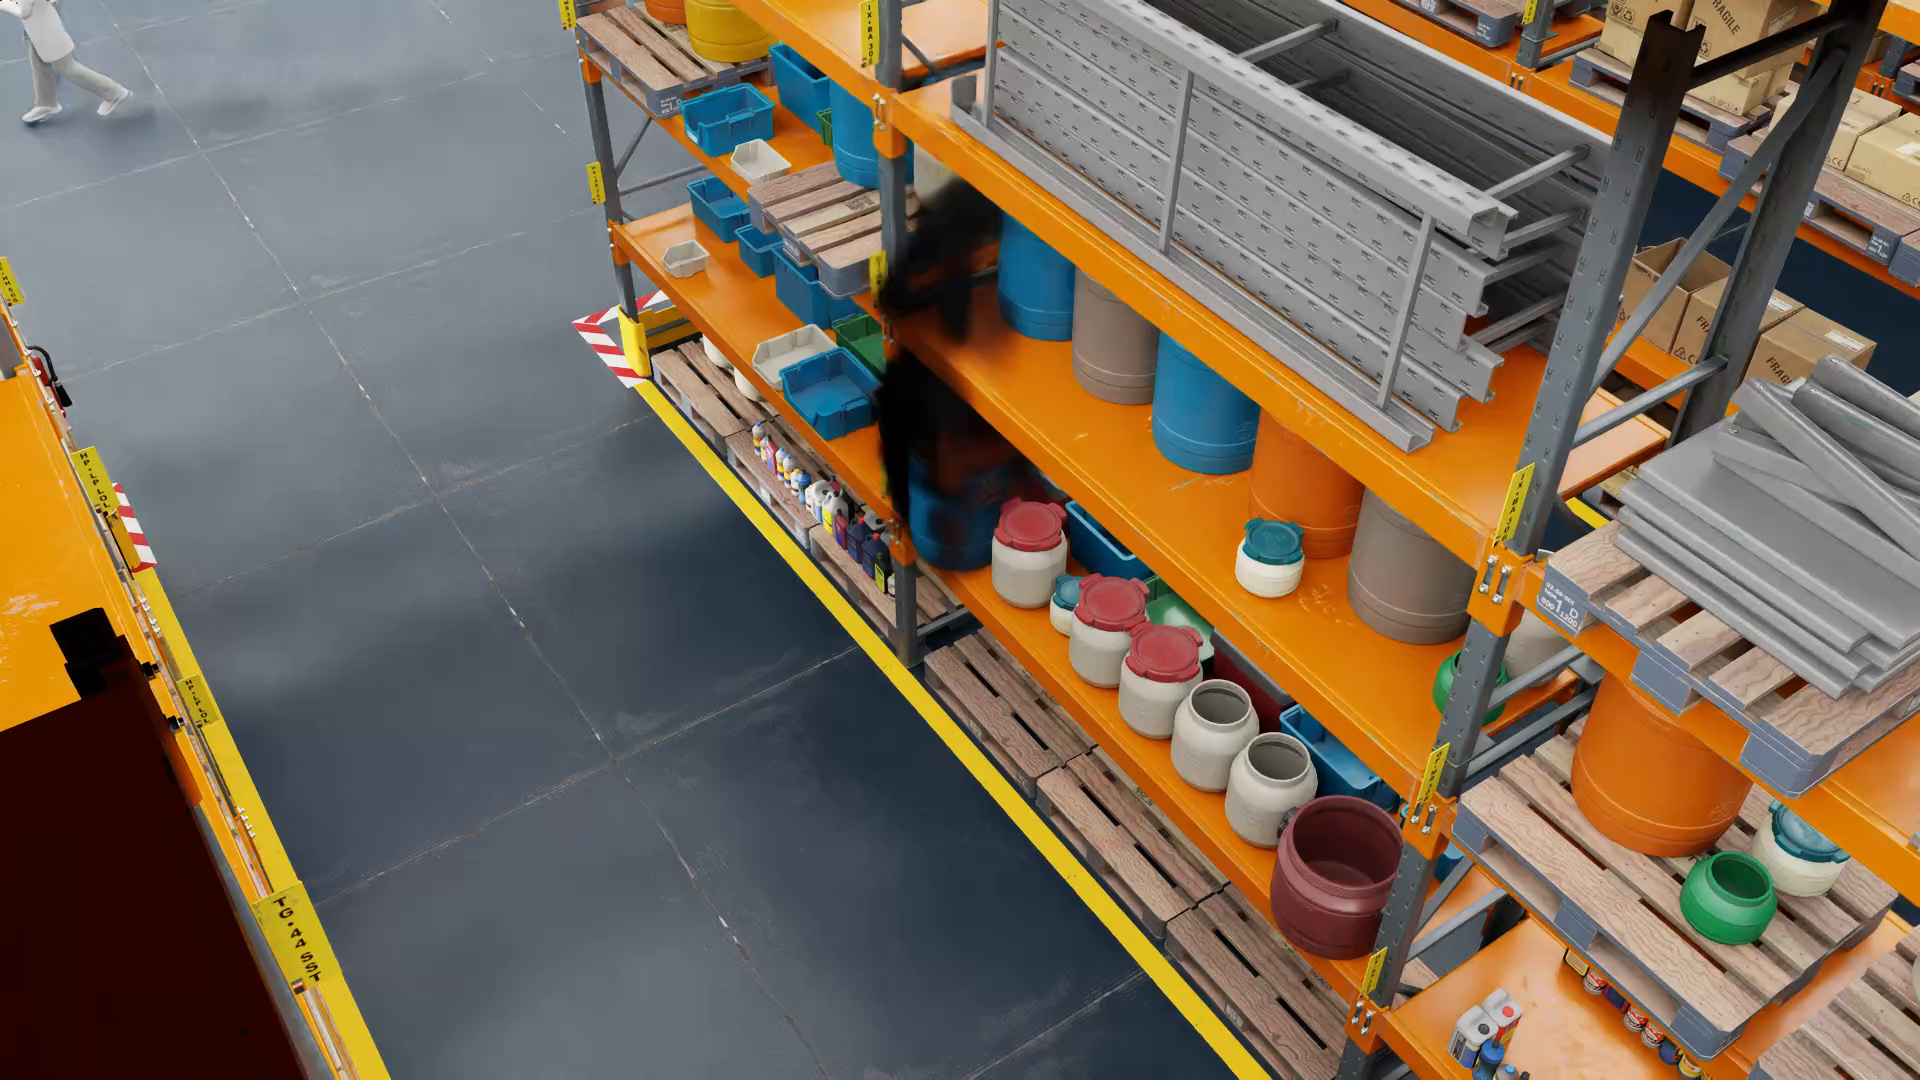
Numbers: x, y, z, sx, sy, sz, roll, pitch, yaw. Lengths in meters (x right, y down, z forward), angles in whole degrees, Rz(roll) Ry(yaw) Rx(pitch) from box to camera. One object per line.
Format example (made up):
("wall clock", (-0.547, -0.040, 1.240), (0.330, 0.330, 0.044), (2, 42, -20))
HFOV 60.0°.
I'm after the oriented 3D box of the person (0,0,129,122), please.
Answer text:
("person", (-8.574, -4.783, 15.602), (1.042, 1.782, 0.694), (-11, 44, -12))
